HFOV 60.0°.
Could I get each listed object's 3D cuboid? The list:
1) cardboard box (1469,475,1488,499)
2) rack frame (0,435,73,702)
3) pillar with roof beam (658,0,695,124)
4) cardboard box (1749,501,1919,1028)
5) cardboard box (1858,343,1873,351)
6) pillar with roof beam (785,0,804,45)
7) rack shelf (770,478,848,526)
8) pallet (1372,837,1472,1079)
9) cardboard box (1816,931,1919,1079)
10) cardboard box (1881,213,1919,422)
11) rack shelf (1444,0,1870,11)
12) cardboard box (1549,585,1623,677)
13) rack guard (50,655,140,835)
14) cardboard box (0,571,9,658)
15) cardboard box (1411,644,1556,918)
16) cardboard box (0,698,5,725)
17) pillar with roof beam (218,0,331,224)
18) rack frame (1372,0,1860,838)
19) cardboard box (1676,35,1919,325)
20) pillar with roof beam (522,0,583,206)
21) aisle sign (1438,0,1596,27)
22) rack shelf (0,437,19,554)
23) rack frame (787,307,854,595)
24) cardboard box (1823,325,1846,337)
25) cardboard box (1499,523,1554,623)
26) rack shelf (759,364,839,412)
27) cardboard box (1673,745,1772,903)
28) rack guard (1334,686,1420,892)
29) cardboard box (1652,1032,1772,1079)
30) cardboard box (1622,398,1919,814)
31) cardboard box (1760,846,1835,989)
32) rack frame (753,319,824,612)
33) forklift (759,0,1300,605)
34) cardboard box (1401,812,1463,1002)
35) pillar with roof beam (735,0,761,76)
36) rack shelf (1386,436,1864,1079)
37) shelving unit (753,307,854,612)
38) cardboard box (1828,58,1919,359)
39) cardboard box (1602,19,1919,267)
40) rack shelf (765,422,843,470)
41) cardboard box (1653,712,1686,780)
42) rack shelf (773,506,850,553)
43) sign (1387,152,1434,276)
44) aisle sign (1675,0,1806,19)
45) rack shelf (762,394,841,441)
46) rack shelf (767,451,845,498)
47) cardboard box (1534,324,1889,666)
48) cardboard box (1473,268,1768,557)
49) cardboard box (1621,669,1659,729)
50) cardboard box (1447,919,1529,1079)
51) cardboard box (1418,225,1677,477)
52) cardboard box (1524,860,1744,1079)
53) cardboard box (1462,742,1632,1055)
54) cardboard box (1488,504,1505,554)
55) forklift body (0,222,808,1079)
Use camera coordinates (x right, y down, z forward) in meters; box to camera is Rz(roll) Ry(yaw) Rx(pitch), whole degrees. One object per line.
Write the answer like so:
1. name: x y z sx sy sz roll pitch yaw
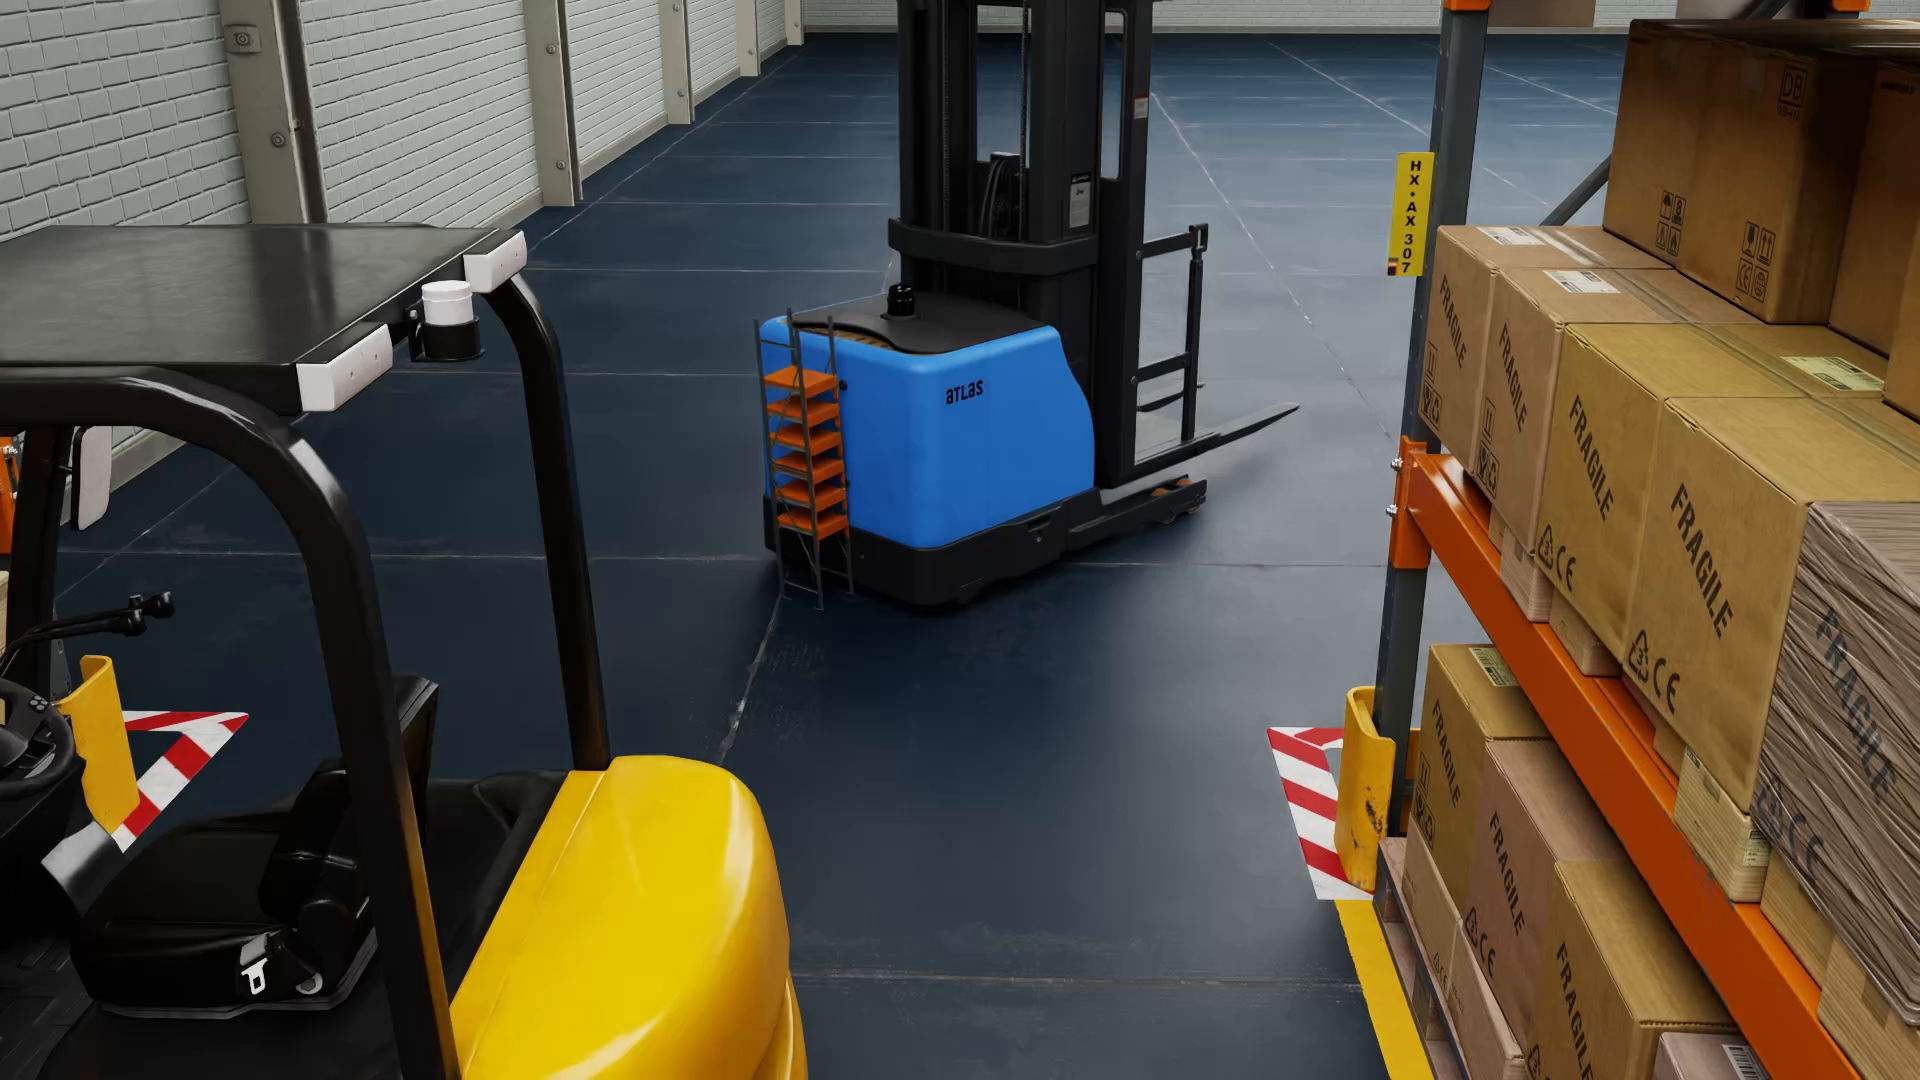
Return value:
1. cardboard box: 1.521 -0.213 4.280 0.380 0.149 0.250 1 21 2
2. rack frame: -3.223 -0.504 4.682 1.000 3.000 0.127 1 21 2
3. pillar with roof beam: 0.705 -9.520 19.625 9.100 9.000 0.400 1 21 2
4. cardboard box: 1.402 0.273 2.130 0.500 0.500 0.500 1 21 3
5. cardboard box: 1.959 -0.075 3.027 0.500 0.500 0.500 1 21 1
6. pillar with roof beam: 1.070 -13.859 30.807 9.100 9.000 0.400 1 21 2
7. rack shelf: -0.611 -0.163 6.727 0.258 0.103 0.180 16 31 36
8. pallet: 1.676 1.170 4.222 1.003 0.211 1.213 1 21 2
9. cardboard box: 1.350 0.625 2.118 0.380 0.149 0.250 0 21 1
10. cardboard box: 1.852 -0.368 2.399 0.700 0.500 0.500 1 21 1
11. rack shelf: 1.678 -0.791 2.269 1.077 0.370 4.000 1 21 2
12. cardboard box: 1.411 0.158 3.322 0.380 0.149 0.250 1 21 3
13. rack guard: -3.222 0.652 5.157 1.175 0.500 0.348 1 21 2
14. cardboard box: -2.925 0.285 4.485 0.500 0.250 0.500 1 21 3
15. cardboard box: 1.437 0.583 4.065 0.500 0.500 0.500 0 21 0
16. cardboard box: -2.925 0.528 4.551 0.500 0.250 0.500 0 21 1
17. pillar with roof beam: 0.340 -5.181 8.443 9.100 9.000 0.400 1 21 2
18. rack frame: 1.738 -0.451 4.545 1.000 3.000 0.127 1 21 2
19. cardboard box: 1.918 -0.733 3.339 0.700 0.500 0.500 1 21 2
20. pillar with roof beam: 0.523 -7.351 14.034 9.100 9.000 0.400 1 21 2
21. aisle sign: 1.430 -1.689 4.141 0.394 0.787 0.004 1 21 2
22. rack shelf: -3.284 0.554 2.949 1.077 0.370 4.000 1 21 2
23. rack frame: -0.561 -0.344 6.723 0.240 1.200 0.006 16 31 36
24. cardboard box: 1.977 -0.256 3.493 0.500 0.500 0.500 1 21 2
25. cardboard box: 1.385 0.064 3.564 0.380 0.149 0.250 1 21 2
26. rack shelf: -0.632 -0.599 6.529 0.258 0.103 0.180 16 31 36
27. cardboard box: 1.359 0.440 2.596 0.380 0.149 0.250 1 21 2
28. rack guard: 1.736 0.742 4.926 1.175 0.500 0.348 1 21 2
29. cardboard box: 1.395 1.146 2.612 0.500 0.500 0.500 2 21 4
30. cardboard box: 1.413 0.087 2.608 0.500 0.500 0.500 0 21 1
31. cardboard box: 1.387 0.533 2.356 0.380 0.149 0.250 0 21 1
32. rack frame: -0.676 -0.280 6.596 0.240 1.200 0.006 16 31 36
33. forklift: 0.518 -1.552 7.476 1.130 2.935 3.031 19 28 39
34. cardboard box: 1.437 0.924 4.223 0.500 0.250 0.500 0 21 1
35. pillar with roof beam: 0.888 -11.690 25.216 9.100 9.000 0.400 1 21 2
36. rack shelf: 1.678 0.607 2.811 1.077 0.370 4.000 1 21 2
37. shelving unit: -0.618 -0.312 6.659 0.258 1.200 0.189 16 31 36
38. cardboard box: 2.006 -0.547 2.860 0.700 0.500 0.500 0 21 1
39. cardboard box: 1.941 -0.915 3.810 0.700 0.500 0.500 0 21 0
40. rack shelf: -0.622 -0.381 6.628 0.258 0.103 0.180 16 31 36
41. cardboard box: 1.425 0.349 2.829 0.380 0.149 0.250 0 21 0
42. rack shelf: -0.605 -0.053 6.777 0.258 0.103 0.180 16 31 36
43. sign: 1.196 -0.861 4.404 0.100 0.325 0.005 1 21 2
44. aisle sign: 2.030 -1.682 4.124 0.394 0.787 0.004 1 21 2
45. rack shelf: -0.627 -0.490 6.579 0.258 0.103 0.180 16 31 36
46. rack shelf: -0.616 -0.272 6.678 0.258 0.103 0.180 16 31 36
47. cardboard box: 1.420 -0.097 3.082 0.500 0.500 0.500 0 21 1
48. cardboard box: 1.434 -0.281 3.557 0.500 0.500 0.500 1 21 3
49. cardboard box: 1.463 0.254 3.074 0.380 0.149 0.250 1 21 3
50. cardboard box: 1.414 1.108 3.747 0.500 0.250 0.500 1 21 4
51. cardboard box: 1.447 -0.468 4.040 0.500 0.500 0.500 0 21 1
52. cardboard box: 1.402 0.953 3.110 0.500 0.500 0.500 1 21 3
53. cardboard box: 1.426 0.772 3.577 0.500 0.500 0.500 0 21 0
54. cardboard box: 1.439 -0.027 3.799 0.380 0.149 0.250 0 21 0
55. forklift body: -1.457 0.597 3.017 2.313 2.155 1.214 1 21 2
